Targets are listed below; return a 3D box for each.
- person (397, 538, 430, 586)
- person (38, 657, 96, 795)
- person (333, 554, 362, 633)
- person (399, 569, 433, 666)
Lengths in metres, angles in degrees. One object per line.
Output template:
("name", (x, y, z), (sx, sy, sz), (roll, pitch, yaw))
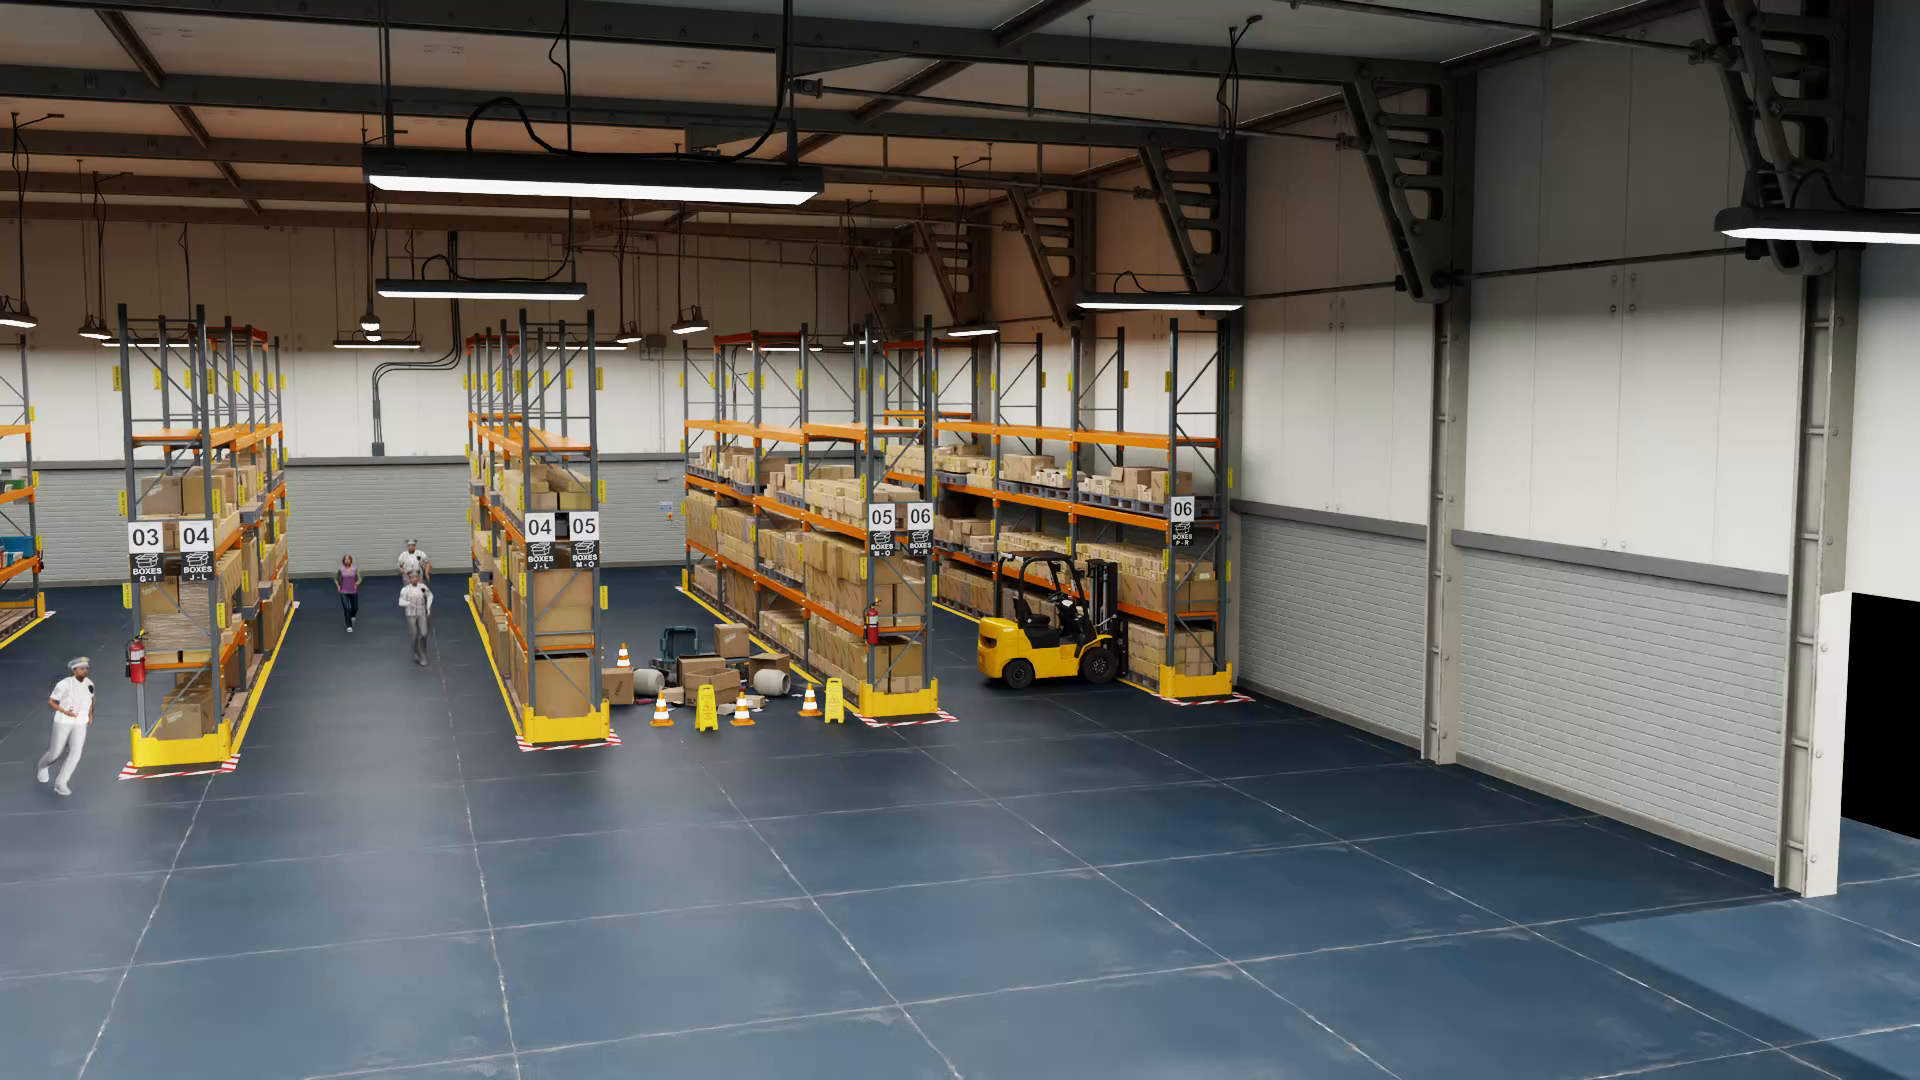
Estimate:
("person", (-11.450, 0.825, 34.836), (0.641, 1.728, 0.737), (-1, 6, -12))
("person", (-10.975, 2.253, 20.544), (0.820, 1.642, 0.633), (5, 7, 41))
("person", (-12.302, 1.061, 33.413), (0.540, 1.551, 0.637), (-2, 6, -24))
("person", (-9.638, 1.375, 29.501), (0.590, 1.740, 0.726), (-2, 6, -21))
